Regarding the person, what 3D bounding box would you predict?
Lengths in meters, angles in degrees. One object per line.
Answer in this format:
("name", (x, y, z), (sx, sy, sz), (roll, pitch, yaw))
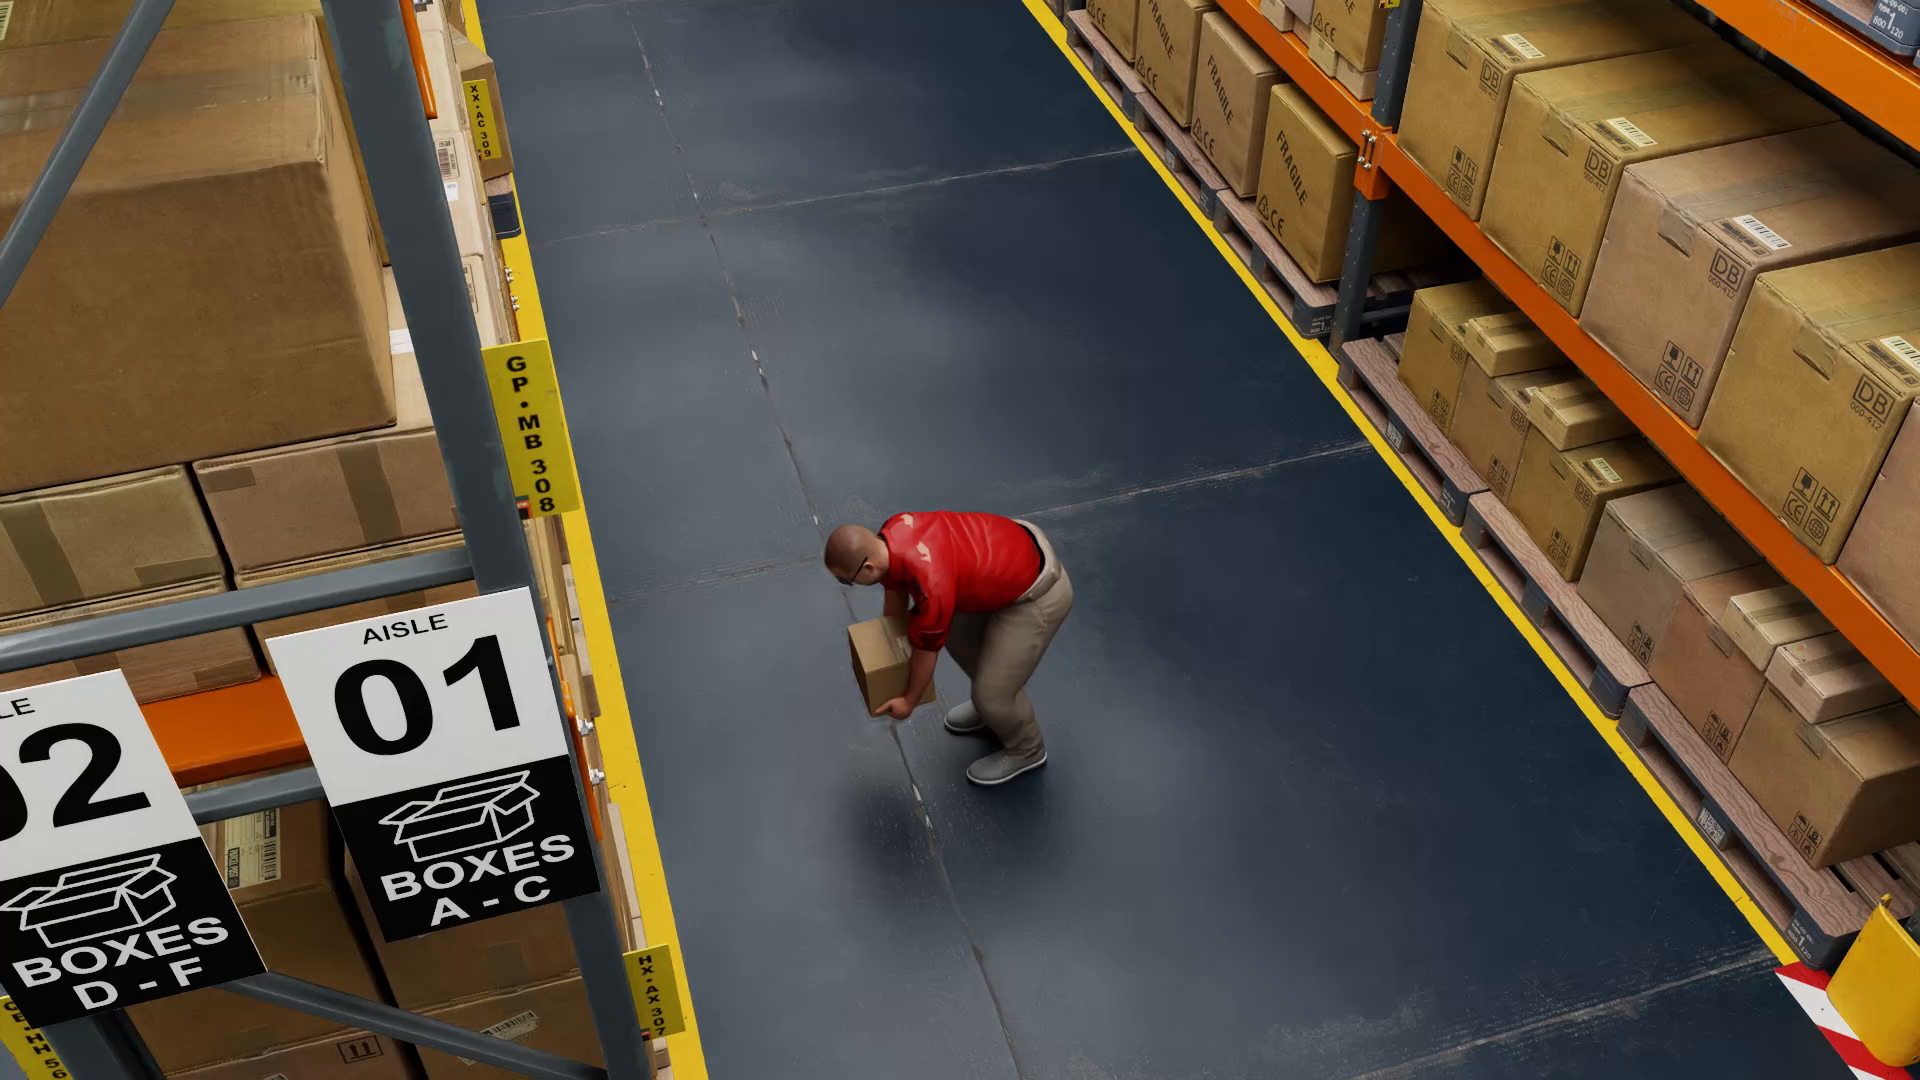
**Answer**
("person", (-0.041, 0.361, 6.094), (0.898, 1.301, 0.494), (-13, 44, -14))
